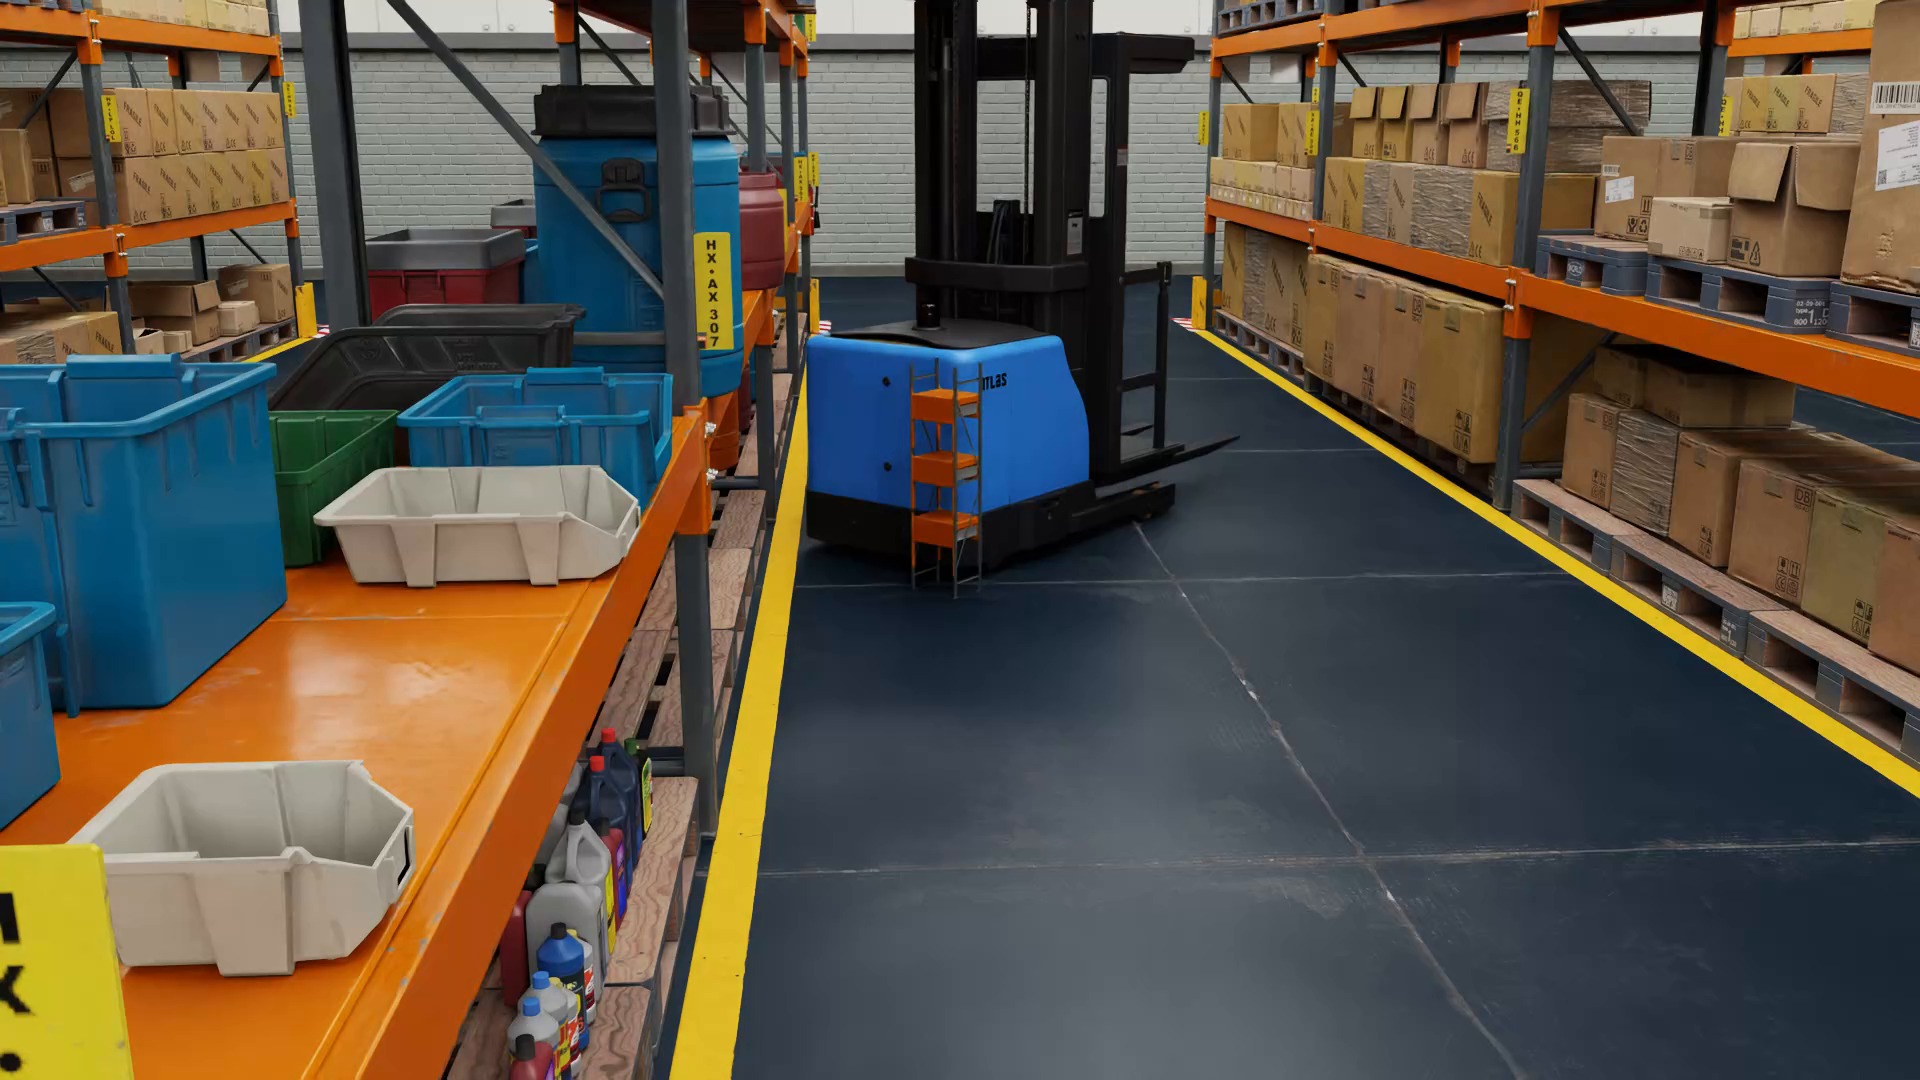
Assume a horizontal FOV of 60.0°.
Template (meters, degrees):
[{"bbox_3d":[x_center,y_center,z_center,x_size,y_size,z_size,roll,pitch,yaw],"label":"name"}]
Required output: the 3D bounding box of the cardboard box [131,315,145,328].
[{"bbox_3d":[-7.044,-1.705,13.645,0.500,0.311,0.500,-1,14,-3],"label":"cardboard box"}]

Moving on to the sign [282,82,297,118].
[{"bbox_3d":[-6.372,-4.182,15.803,0.100,0.325,0.005,-1,14,-3],"label":"sign"}]

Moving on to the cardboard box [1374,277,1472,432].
[{"bbox_3d":[3.387,-1.195,10.573,1.225,0.875,0.875,-1,14,-3],"label":"cardboard box"}]

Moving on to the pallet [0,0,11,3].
[{"bbox_3d":[-6.641,-3.410,10.119,1.213,0.211,1.003,-1,14,-3],"label":"pallet"}]

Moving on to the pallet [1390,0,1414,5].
[{"bbox_3d":[3.291,-3.426,10.180,1.003,0.211,1.213,0,14,-1],"label":"pallet"}]

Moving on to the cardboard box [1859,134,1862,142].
[{"bbox_3d":[7.822,-3.111,13.800,0.500,0.500,0.500,-1,14,-5],"label":"cardboard box"}]

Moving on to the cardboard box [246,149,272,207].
[{"bbox_3d":[-6.592,-3.277,15.042,0.500,0.500,0.500,-1,14,-3],"label":"cardboard box"}]

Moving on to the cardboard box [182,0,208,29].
[{"bbox_3d":[-6.553,-4.348,13.686,0.500,0.250,0.500,-1,14,-3],"label":"cardboard box"}]

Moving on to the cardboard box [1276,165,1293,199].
[{"bbox_3d":[2.885,-2.928,13.590,0.500,0.250,0.500,0,14,-2],"label":"cardboard box"}]

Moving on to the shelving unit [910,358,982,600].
[{"bbox_3d":[-0.062,-0.278,7.500,0.252,1.050,0.215,11,18,36],"label":"shelving unit"}]

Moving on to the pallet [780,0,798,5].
[{"bbox_3d":[-1.515,-3.431,10.202,1.003,0.211,1.213,-1,14,-3],"label":"pallet"}]

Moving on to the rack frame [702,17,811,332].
[{"bbox_3d":[-1.983,-3.540,16.266,1.000,3.000,0.127,-1,14,-3],"label":"rack frame"}]

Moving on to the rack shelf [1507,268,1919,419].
[{"bbox_3d":[3.580,-0.781,6.987,1.077,0.370,4.000,-1,14,-3],"label":"rack shelf"}]

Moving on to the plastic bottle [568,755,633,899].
[{"bbox_3d":[-0.900,0.717,4.152,0.144,0.351,0.185,-2,15,-6],"label":"plastic bottle"}]

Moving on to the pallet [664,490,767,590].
[{"bbox_3d":[-1.478,-0.007,8.130,1.003,0.211,1.213,-1,14,-3],"label":"pallet"}]

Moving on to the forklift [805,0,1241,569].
[{"bbox_3d":[0.525,-1.591,8.828,1.130,2.935,3.031,11,18,36],"label":"forklift"}]

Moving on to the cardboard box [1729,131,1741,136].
[{"bbox_3d":[7.670,-3.745,16.263,0.500,0.500,0.500,0,14,-1],"label":"cardboard box"}]

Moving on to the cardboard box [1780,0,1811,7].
[{"bbox_3d":[7.738,-4.922,14.912,0.500,0.250,0.500,-1,14,-3],"label":"cardboard box"}]

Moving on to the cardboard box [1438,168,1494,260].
[{"bbox_3d":[3.154,-1.919,9.763,0.500,0.500,0.500,-1,14,-4],"label":"cardboard box"}]

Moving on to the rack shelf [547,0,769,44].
[{"bbox_3d":[-1.363,-2.158,6.316,1.077,0.370,4.000,-1,14,-3],"label":"rack shelf"}]

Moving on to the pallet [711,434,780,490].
[{"bbox_3d":[-1.577,-0.396,9.640,1.003,0.211,1.213,-1,14,-3],"label":"pallet"}]

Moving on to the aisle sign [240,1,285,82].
[{"bbox_3d":[-6.625,-4.745,15.733,0.394,0.787,0.004,-1,14,-3],"label":"aisle sign"}]

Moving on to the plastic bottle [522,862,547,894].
[{"bbox_3d":[-0.980,0.838,3.817,0.061,0.283,0.133,-1,14,-3],"label":"plastic bottle"}]

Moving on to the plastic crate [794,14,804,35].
[{"bbox_3d":[-1.637,-4.649,14.983,0.450,0.188,0.336,-1,14,-3],"label":"plastic crate"}]

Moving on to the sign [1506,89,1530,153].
[{"bbox_3d":[2.903,-2.178,8.650,0.100,0.325,0.005,-1,14,-3],"label":"sign"}]

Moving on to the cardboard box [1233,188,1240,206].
[{"bbox_3d":[2.719,-3.146,15.239,0.380,0.149,0.250,-1,14,-5],"label":"cardboard box"}]

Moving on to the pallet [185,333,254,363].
[{"bbox_3d":[-6.799,-1.594,14.300,1.003,0.211,1.213,-1,14,-3],"label":"pallet"}]

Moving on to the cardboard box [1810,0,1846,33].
[{"bbox_3d":[7.784,-4.545,14.453,0.500,0.250,0.500,-1,14,-4],"label":"cardboard box"}]

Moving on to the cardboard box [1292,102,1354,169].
[{"bbox_3d":[2.913,-3.167,13.013,0.500,0.500,0.500,0,14,-2],"label":"cardboard box"}]

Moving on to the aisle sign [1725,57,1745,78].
[{"bbox_3d":[7.614,-4.941,16.492,0.394,0.787,0.004,-1,14,-3],"label":"aisle sign"}]

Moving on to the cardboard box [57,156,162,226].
[{"bbox_3d":[-6.439,-2.649,12.603,0.500,0.500,0.500,-1,14,-2],"label":"cardboard box"}]

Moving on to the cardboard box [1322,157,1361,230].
[{"bbox_3d":[2.988,-2.552,12.225,0.500,0.500,0.500,-1,14,-3],"label":"cardboard box"}]

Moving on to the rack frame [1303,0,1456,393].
[{"bbox_3d":[3.209,-2.622,12.697,1.000,3.000,0.127,-1,14,-3],"label":"rack frame"}]

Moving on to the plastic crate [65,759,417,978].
[{"bbox_3d":[-0.726,0.339,1.718,0.298,0.136,0.250,-1,14,-3],"label":"plastic crate"}]

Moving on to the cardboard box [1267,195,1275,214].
[{"bbox_3d":[2.799,-2.827,13.998,0.380,0.149,0.250,-1,14,-2],"label":"cardboard box"}]

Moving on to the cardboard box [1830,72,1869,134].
[{"bbox_3d":[7.811,-3.719,14.156,0.500,0.500,0.500,-1,14,-2],"label":"cardboard box"}]

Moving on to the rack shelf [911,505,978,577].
[{"bbox_3d":[-0.062,0.001,7.572,0.240,0.259,0.215,11,18,36],"label":"rack shelf"}]

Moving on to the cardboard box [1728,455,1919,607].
[{"bbox_3d":[3.642,-0.046,6.819,0.700,0.500,0.500,-2,15,-8],"label":"cardboard box"}]

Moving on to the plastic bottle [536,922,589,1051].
[{"bbox_3d":[-0.833,0.931,3.481,0.097,0.271,0.097,0,14,0],"label":"plastic bottle"}]

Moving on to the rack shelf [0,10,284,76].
[{"bbox_3d":[-6.803,-4.072,13.755,1.077,0.370,4.000,-1,14,-3],"label":"rack shelf"}]

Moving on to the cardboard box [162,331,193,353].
[{"bbox_3d":[-6.553,-1.634,13.659,0.380,0.166,0.250,-1,14,-3],"label":"cardboard box"}]

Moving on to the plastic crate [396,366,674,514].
[{"bbox_3d":[-0.900,-0.213,3.632,0.499,0.251,0.616,-1,14,-3],"label":"plastic crate"}]

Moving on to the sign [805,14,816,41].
[{"bbox_3d":[-1.435,-4.955,15.954,0.100,0.325,0.005,-1,14,-3],"label":"sign"}]

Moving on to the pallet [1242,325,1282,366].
[{"bbox_3d":[3.161,-1.766,14.966,1.003,0.211,1.213,-1,14,-3],"label":"pallet"}]

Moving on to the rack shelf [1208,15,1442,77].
[{"bbox_3d":[3.085,-4.224,14.346,1.077,0.370,4.000,-1,14,-3],"label":"rack shelf"}]

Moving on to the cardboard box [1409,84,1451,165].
[{"bbox_3d":[3.342,-2.672,10.679,0.797,0.503,0.637,0,14,-2],"label":"cardboard box"}]

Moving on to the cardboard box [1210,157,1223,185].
[{"bbox_3d":[2.721,-3.565,16.065,0.500,0.250,0.500,-1,14,-5],"label":"cardboard box"}]

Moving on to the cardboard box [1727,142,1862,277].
[{"bbox_3d":[3.505,-1.315,6.569,0.797,0.503,0.637,1,14,2],"label":"cardboard box"}]

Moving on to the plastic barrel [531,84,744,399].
[{"bbox_3d":[-0.961,-0.899,4.996,0.600,0.901,0.708,-1,14,-3],"label":"plastic barrel"}]

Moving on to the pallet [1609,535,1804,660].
[{"bbox_3d":[3.576,0.220,7.246,1.003,0.211,1.213,-1,14,-3],"label":"pallet"}]

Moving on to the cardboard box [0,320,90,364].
[{"bbox_3d":[-6.340,-1.231,11.425,0.500,0.500,0.500,-1,14,-3],"label":"cardboard box"}]

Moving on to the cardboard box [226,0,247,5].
[{"bbox_3d":[-6.609,-4.839,14.591,0.500,0.250,0.500,-1,14,-3],"label":"cardboard box"}]

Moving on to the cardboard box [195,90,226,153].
[{"bbox_3d":[-6.524,-3.509,13.936,0.500,0.500,0.500,0,14,-2],"label":"cardboard box"}]
